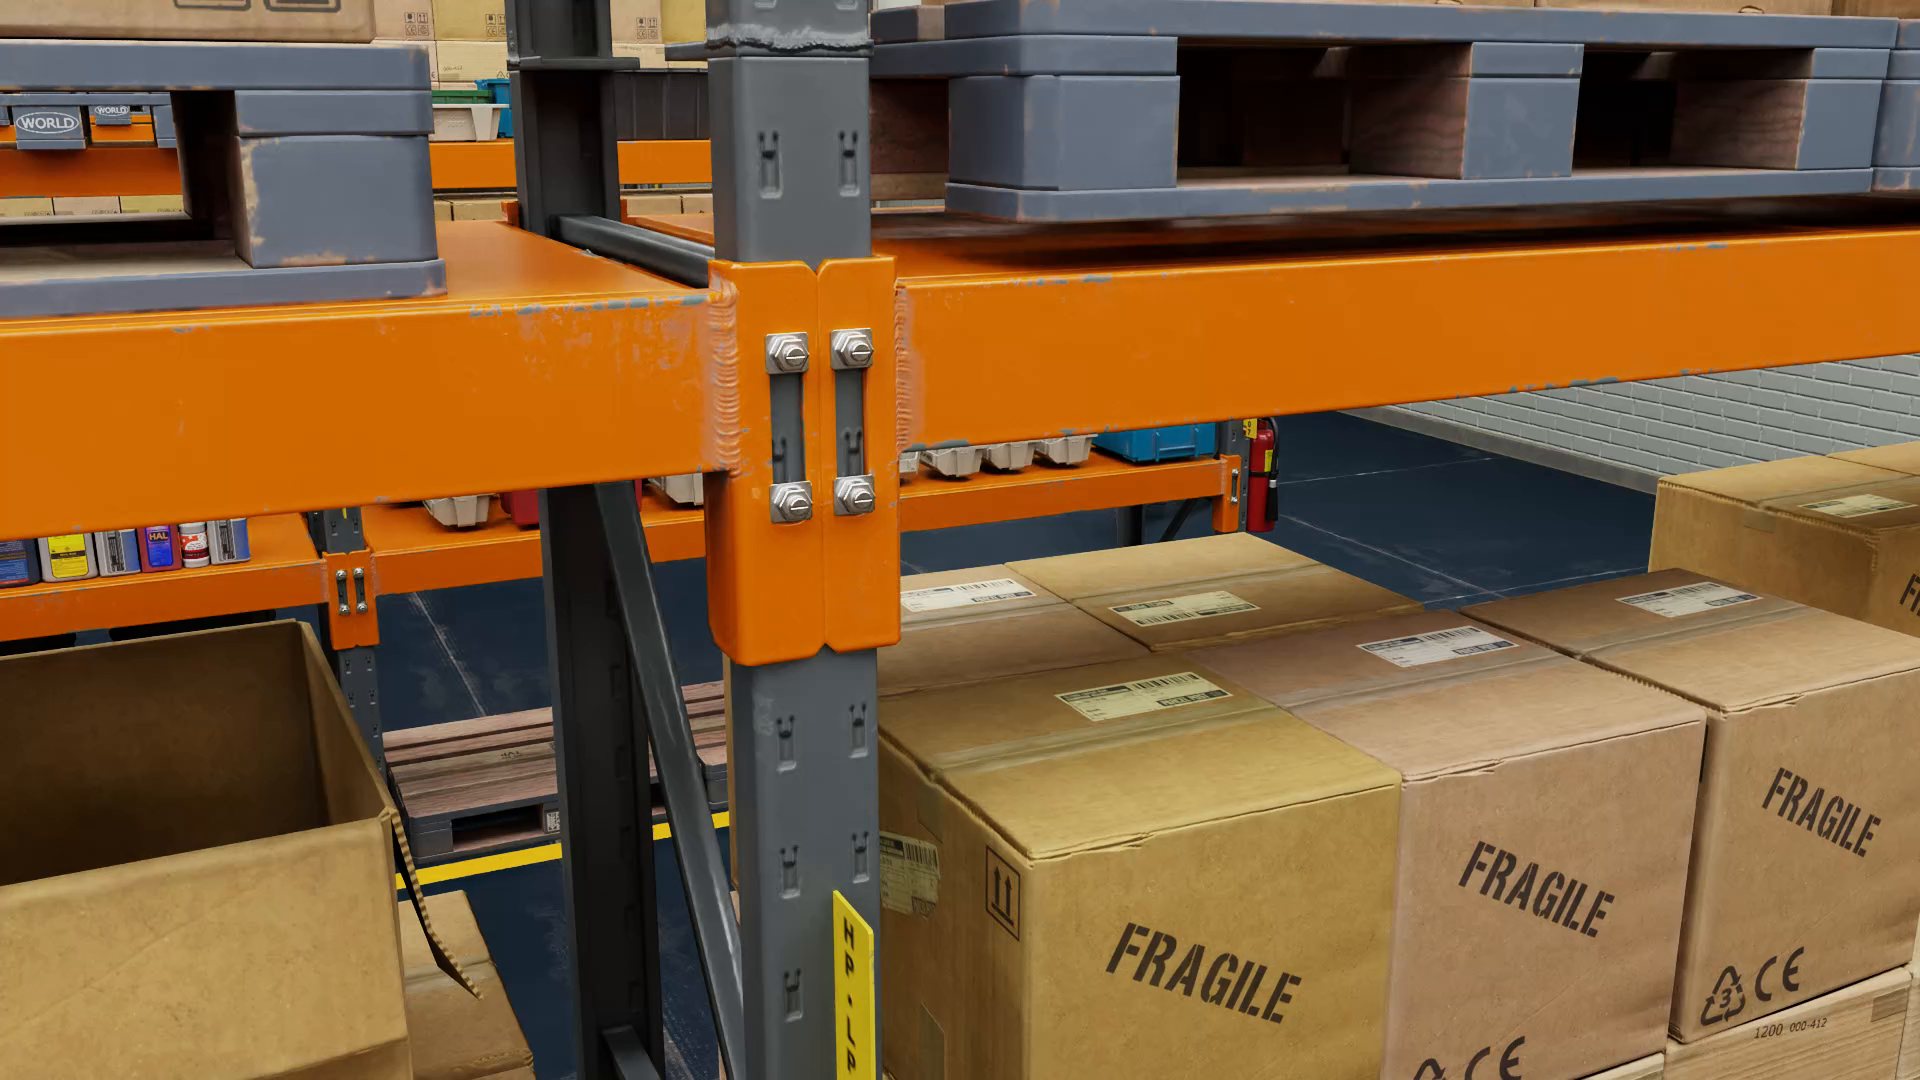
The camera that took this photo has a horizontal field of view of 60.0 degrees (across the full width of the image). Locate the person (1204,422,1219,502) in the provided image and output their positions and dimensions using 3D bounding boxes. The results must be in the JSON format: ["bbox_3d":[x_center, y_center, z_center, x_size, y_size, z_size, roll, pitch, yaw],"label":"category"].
[{"bbox_3d":[1.728,-1.098,12.252,0.547,1.700,0.819,9,17,29],"label":"person"}]
